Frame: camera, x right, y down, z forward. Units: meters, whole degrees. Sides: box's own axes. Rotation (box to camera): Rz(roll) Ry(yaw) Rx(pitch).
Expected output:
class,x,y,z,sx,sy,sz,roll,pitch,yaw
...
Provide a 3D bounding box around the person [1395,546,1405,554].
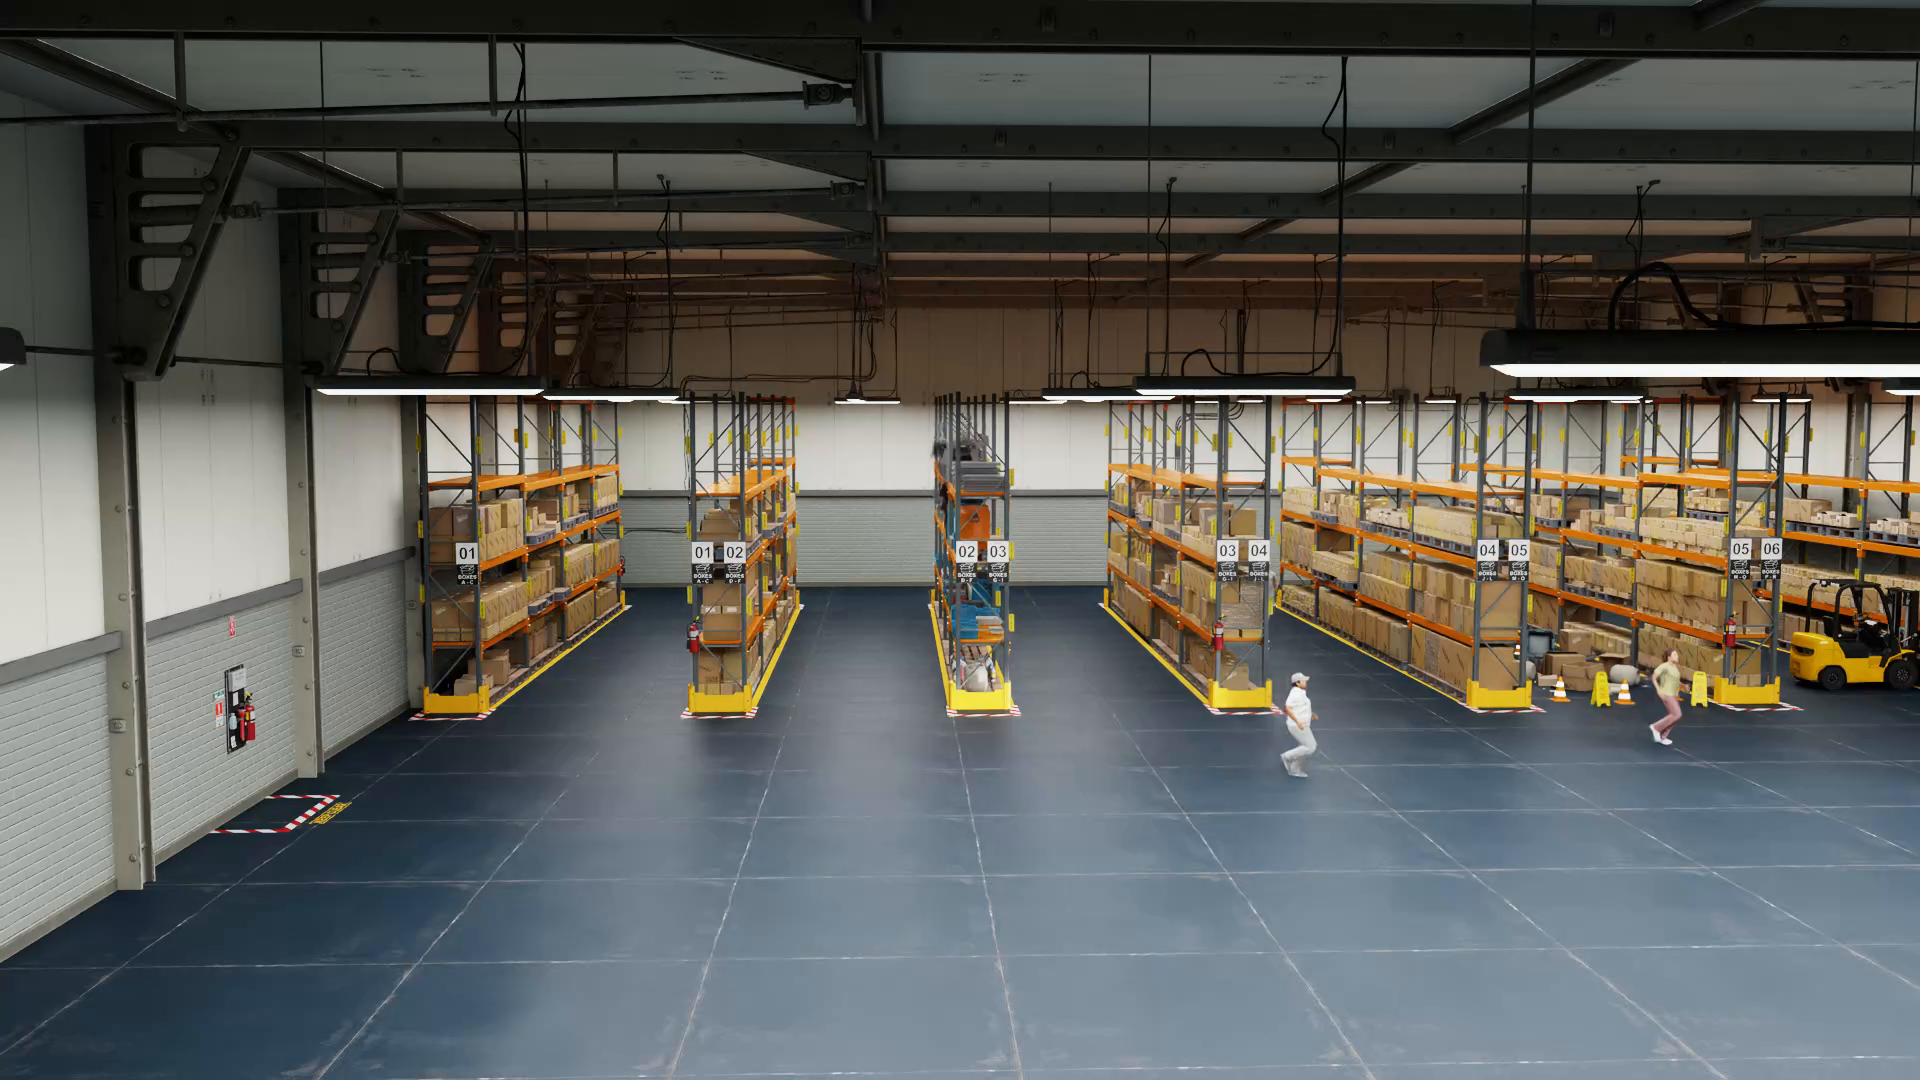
class,x,y,z,sx,sy,sz,roll,pitch,yaw
person,12.991,0.883,49.304,0.710,1.798,0.633,0,5,-1

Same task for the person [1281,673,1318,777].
class,x,y,z,sx,sy,sz,roll,pitch,yaw
person,5.253,2.861,25.699,0.547,1.624,0.607,1,5,15

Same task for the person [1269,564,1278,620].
class,x,y,z,sx,sy,sz,roll,pitch,yaw
person,8.118,1.403,43.862,0.573,1.631,0.524,0,5,3

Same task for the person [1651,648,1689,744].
class,x,y,z,sx,sy,sz,roll,pitch,yaw
person,12.049,2.649,28.204,0.589,1.639,0.529,-5,6,-45
